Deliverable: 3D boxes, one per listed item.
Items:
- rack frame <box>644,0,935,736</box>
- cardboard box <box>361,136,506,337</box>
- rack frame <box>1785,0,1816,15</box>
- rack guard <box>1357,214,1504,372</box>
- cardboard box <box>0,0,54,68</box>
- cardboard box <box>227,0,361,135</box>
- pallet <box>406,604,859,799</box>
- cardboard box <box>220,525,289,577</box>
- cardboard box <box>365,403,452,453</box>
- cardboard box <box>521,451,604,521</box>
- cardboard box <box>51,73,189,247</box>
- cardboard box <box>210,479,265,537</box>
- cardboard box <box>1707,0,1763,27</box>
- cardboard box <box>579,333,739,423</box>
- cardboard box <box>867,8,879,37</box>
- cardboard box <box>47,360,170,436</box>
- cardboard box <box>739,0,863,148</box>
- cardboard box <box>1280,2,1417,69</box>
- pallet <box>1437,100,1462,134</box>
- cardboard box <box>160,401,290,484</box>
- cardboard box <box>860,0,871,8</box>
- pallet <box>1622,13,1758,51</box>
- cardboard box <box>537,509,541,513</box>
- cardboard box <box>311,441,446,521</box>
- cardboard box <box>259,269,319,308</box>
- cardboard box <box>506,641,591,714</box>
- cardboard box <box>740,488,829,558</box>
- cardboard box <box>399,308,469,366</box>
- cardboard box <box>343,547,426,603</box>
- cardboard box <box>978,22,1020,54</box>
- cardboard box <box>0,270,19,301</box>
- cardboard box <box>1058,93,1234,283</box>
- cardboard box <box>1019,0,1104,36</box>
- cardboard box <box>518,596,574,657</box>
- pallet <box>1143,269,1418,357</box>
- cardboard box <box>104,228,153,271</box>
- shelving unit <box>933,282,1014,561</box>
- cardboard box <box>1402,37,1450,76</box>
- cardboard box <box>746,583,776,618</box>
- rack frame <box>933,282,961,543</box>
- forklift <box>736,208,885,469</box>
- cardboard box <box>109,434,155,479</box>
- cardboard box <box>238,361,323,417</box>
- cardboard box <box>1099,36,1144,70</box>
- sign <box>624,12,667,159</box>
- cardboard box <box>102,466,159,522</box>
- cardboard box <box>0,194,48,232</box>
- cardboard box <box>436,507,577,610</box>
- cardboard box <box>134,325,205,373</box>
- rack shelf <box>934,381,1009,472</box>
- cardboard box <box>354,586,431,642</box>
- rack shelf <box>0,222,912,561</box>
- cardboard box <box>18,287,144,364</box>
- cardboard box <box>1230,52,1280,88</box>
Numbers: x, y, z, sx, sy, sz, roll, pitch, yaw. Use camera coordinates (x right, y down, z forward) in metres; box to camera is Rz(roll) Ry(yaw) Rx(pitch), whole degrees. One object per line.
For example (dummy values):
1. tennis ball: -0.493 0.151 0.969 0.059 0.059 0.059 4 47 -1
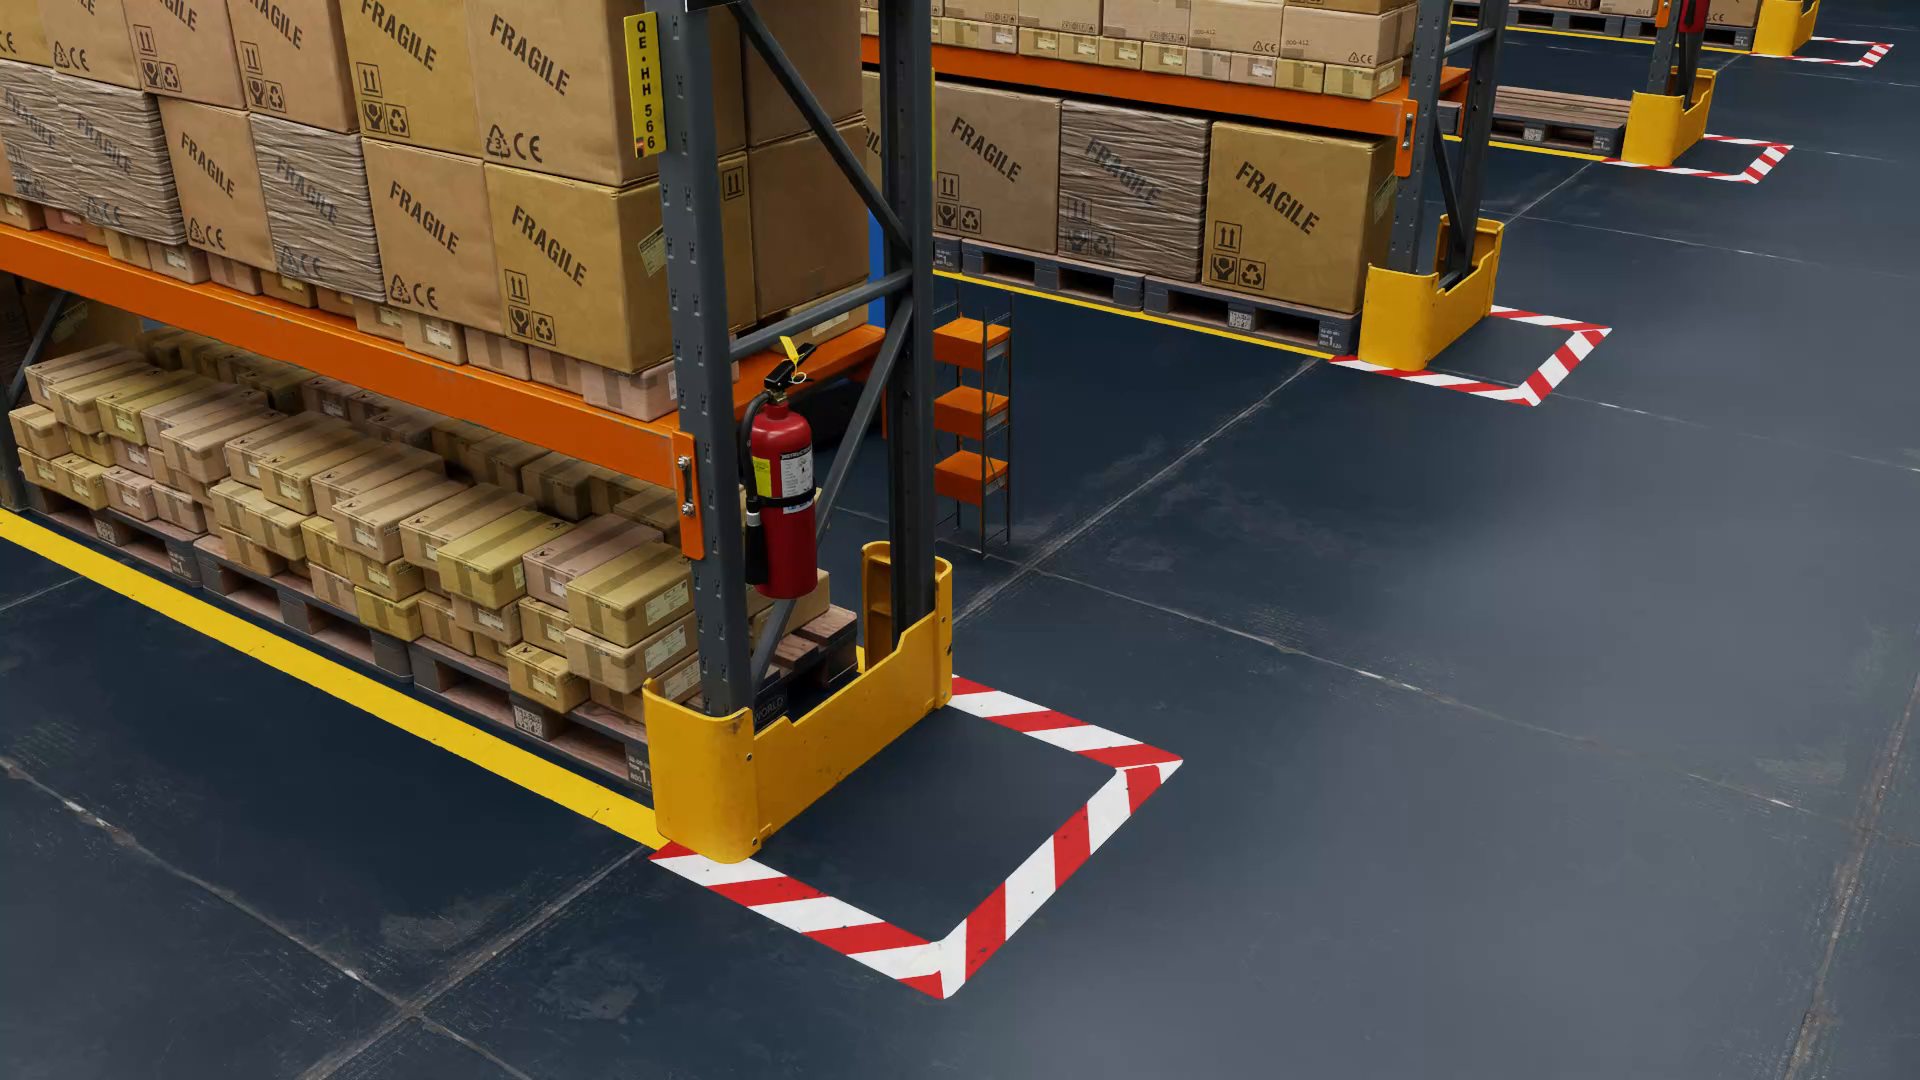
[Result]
1. rack frame: -0.411 -0.617 4.655 0.127 3.000 1.000 17 32 30
2. cardboard box: -1.348 -0.947 4.866 0.500 0.500 0.500 17 31 30
3. rack frame: 8.093 -6.148 15.523 0.127 3.000 1.000 17 32 30
4. rack guard: 2.501 -1.325 8.803 0.348 0.500 1.175 17 32 30
5. cardboard box: -3.038 -1.932 5.699 0.500 0.500 0.500 16 31 29
6. cardboard box: -1.780 -1.524 4.898 0.500 0.500 0.500 19 33 33
7. pallet: -1.123 0.385 5.762 1.213 0.211 1.003 17 32 30
8. cardboard box: -2.497 -0.029 6.180 0.250 0.149 0.380 16 31 29
9. cardboard box: -2.008 -0.420 6.291 0.250 0.149 0.380 17 32 30
10. cardboard box: -1.332 -0.231 5.922 0.250 0.149 0.380 16 31 28
11. cardboard box: -2.635 -1.333 5.623 0.500 0.500 0.500 17 31 29
12. cardboard box: -2.503 -0.162 6.113 0.250 0.149 0.380 17 32 30
13. cardboard box: 7.505 -5.277 16.084 0.500 0.500 0.500 17 32 30
14. cardboard box: -0.839 -0.483 4.669 0.250 0.149 0.380 17 32 30
15. cardboard box: -0.327 -3.025 9.664 0.250 0.149 0.380 18 32 32
16. cardboard box: -3.348 -0.567 6.581 0.250 0.149 0.380 19 33 33
17. cardboard box: -0.630 -1.454 4.760 0.500 0.500 0.500 17 32 30
18. cardboard box: 1.931 -2.536 8.264 0.500 0.250 0.500 17 31 30
19. pallet: 3.626 -3.594 13.580 1.213 0.211 1.003 17 32 30
20. cardboard box: -2.720 -0.366 6.186 0.250 0.149 0.380 18 32 31
21. cardboard box: -0.577 -3.320 9.803 0.500 0.250 0.500 17 31 29
22. pallet: 7.372 -5.129 16.596 1.213 0.211 1.003 17 32 30
23. cardboard box: -1.565 -0.157 6.103 0.250 0.149 0.380 16 31 28
24. cardboard box: -2.035 -0.192 5.845 0.250 0.149 0.380 16 31 29
25. cardboard box: -2.079 -0.909 5.505 0.250 0.149 0.380 18 32 31
26. cardboard box: -1.232 0.381 5.374 0.250 0.149 0.380 18 32 32
27. cardboard box: -0.650 -0.060 5.585 0.250 0.149 0.380 16 31 28
28. cardboard box: -1.462 -0.676 5.049 0.250 0.149 0.380 18 32 32
29. cardboard box: -1.871 0.044 5.708 0.250 0.149 0.380 18 32 31
30. cardboard box: 0.308 -2.827 9.276 0.250 0.149 0.380 18 32 31
31. cardboard box: -4.465 -1.148 7.165 0.500 0.250 0.500 16 31 29
32. cardboard box: 1.158 -2.054 9.358 0.875 0.875 0.875 17 32 30
33. cardboard box: 0.662 -2.930 9.037 0.500 0.250 0.500 17 32 30
34. cardboard box: -1.192 0.218 5.367 0.250 0.149 0.380 16 31 29
35. pallet: 1.777 -1.379 9.226 1.213 0.211 1.003 17 32 30
36. cardboard box: -2.763 -1.088 5.858 0.250 0.149 0.380 18 32 31
37. shelving unit: 0.044 -0.454 6.485 0.252 1.050 0.215 17 32 30
38. cardboard box: 2.375 -2.548 8.726 0.250 0.149 0.380 18 32 31
39. cardboard box: -0.697 0.103 5.592 0.250 0.149 0.380 19 32 32
40. rack frame: -0.056 -0.485 6.546 0.008 1.050 0.200 17 32 30
41. forklift: -1.654 -2.187 7.815 1.130 2.935 3.031 -23 35 -37
42. cardboard box: -3.110 -0.400 6.581 0.250 0.149 0.380 17 32 30
43. cardboard box: -2.655 -0.624 6.693 0.250 0.149 0.380 18 32 32
44. cardboard box: 0.944 -2.630 8.887 0.250 0.149 0.380 17 32 30
45. sign: -0.741 -1.071 3.923 0.005 0.325 0.100 17 32 30
46. cardboard box: -3.136 -0.234 6.583 0.250 0.149 0.380 17 32 30
47. cardboard box: -3.404 -1.298 6.271 0.250 0.149 0.380 18 32 32
48. cardboard box: -1.450 0.055 5.359 0.250 0.149 0.380 17 31 29
49. cardboard box: -3.267 -0.832 7.101 0.250 0.149 0.380 18 32 32
50. rack shelf: 0.044 -0.445 6.490 0.240 0.259 0.215 17 32 30
51. cardboard box: -1.858 0.181 5.768 0.250 0.149 0.380 16 31 28
52. rack shelf: -2.059 -0.810 5.827 4.000 0.370 1.077 17 32 30
53. cardboard box: -4.167 -1.006 7.713 0.500 0.500 0.500 19 32 32
54. cardboard box: 1.578 -2.433 8.500 0.250 0.149 0.380 17 32 30
